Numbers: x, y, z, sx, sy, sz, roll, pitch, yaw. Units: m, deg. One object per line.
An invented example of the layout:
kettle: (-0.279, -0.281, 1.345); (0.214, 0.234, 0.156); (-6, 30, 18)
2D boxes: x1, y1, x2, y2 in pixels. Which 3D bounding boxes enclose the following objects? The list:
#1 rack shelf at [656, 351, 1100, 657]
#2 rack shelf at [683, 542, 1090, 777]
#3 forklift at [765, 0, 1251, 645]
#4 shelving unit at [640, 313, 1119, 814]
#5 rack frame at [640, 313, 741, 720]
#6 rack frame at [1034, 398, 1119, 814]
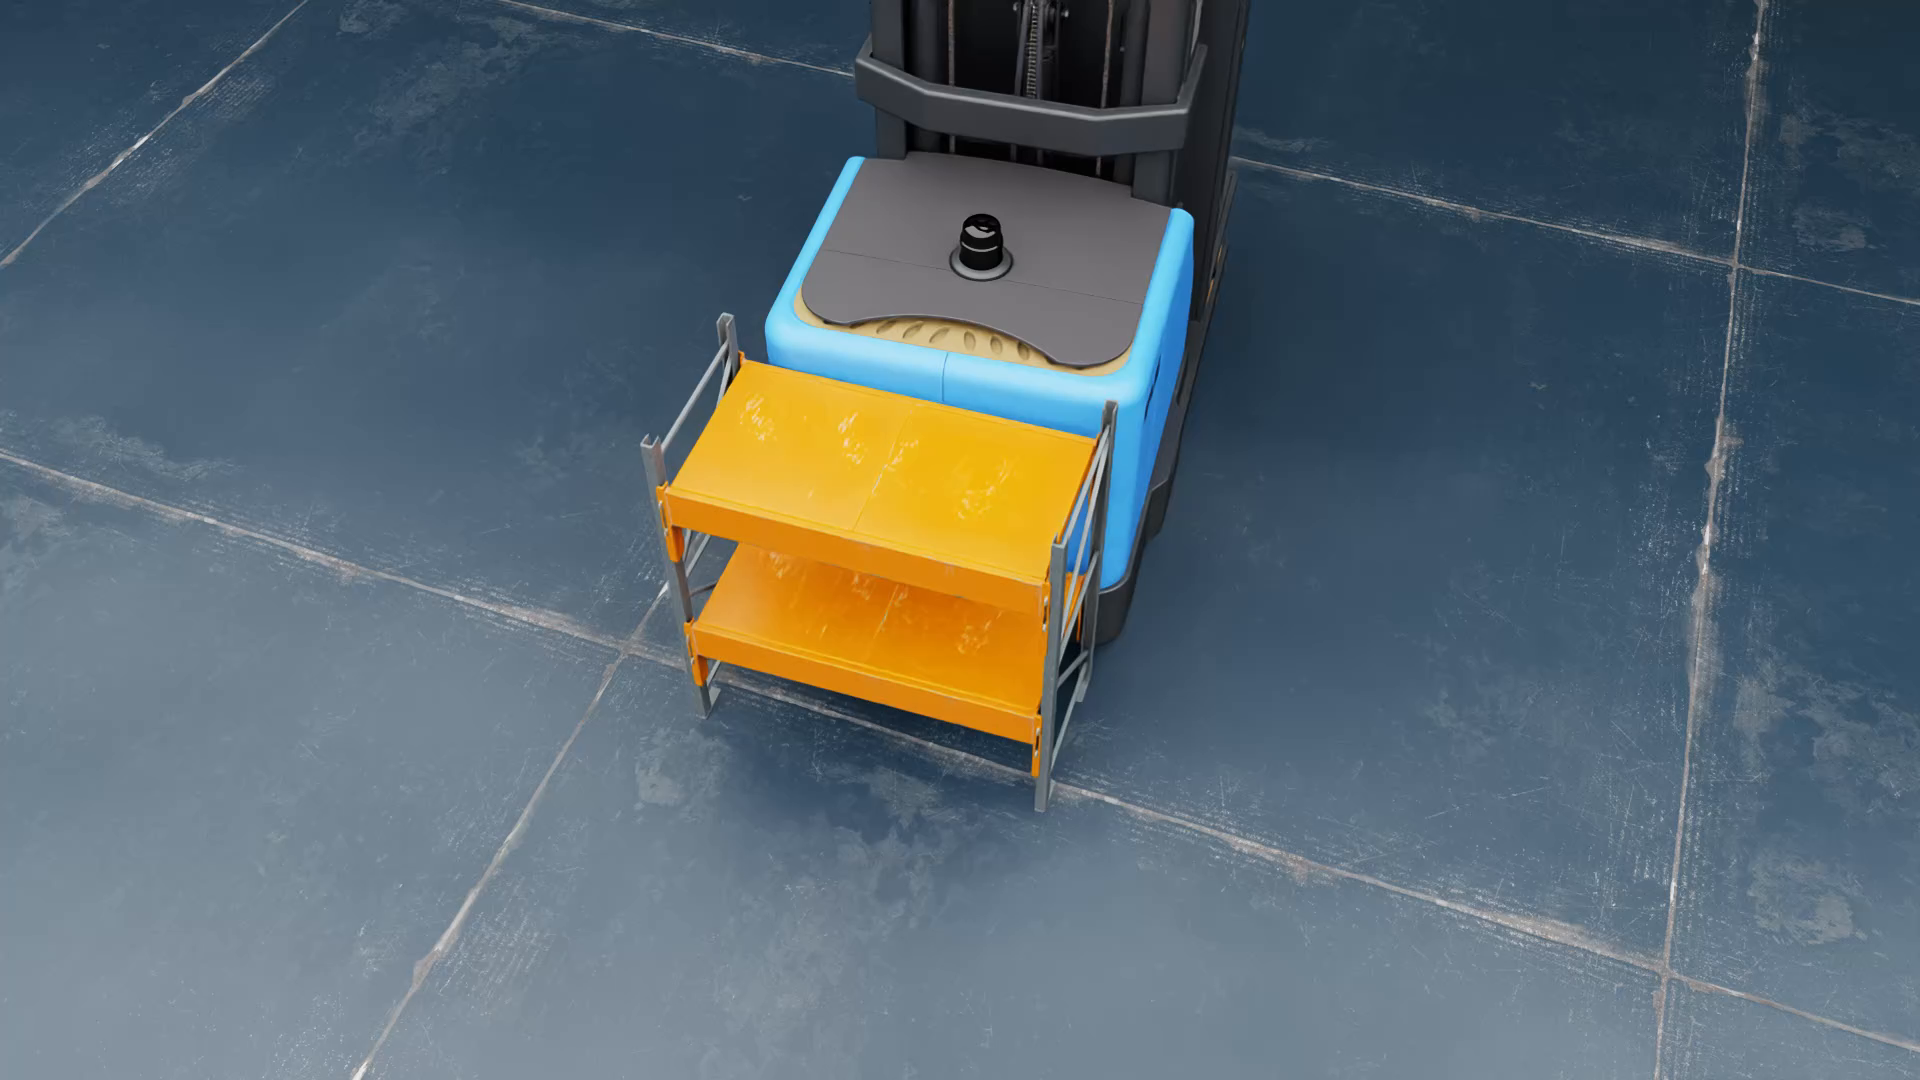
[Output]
rack shelf: (-0.187, -0.106, 4.210); (1.000, 0.278, 0.538); (14, 50, 12)
rack shelf: (-0.187, 0.246, 4.616); (1.000, 0.278, 0.538); (14, 50, 12)
forklift: (0.345, -1.794, 4.865); (1.130, 2.935, 3.031); (11, 50, 10)
shelving unit: (-0.187, 0.086, 4.431); (1.048, 1.125, 0.538); (14, 50, 12)
rack frame: (-0.671, -0.032, 4.534); (0.032, 1.125, 0.500); (14, 50, 12)
rack frame: (0.297, 0.204, 4.329); (0.032, 1.125, 0.500); (14, 50, 12)
